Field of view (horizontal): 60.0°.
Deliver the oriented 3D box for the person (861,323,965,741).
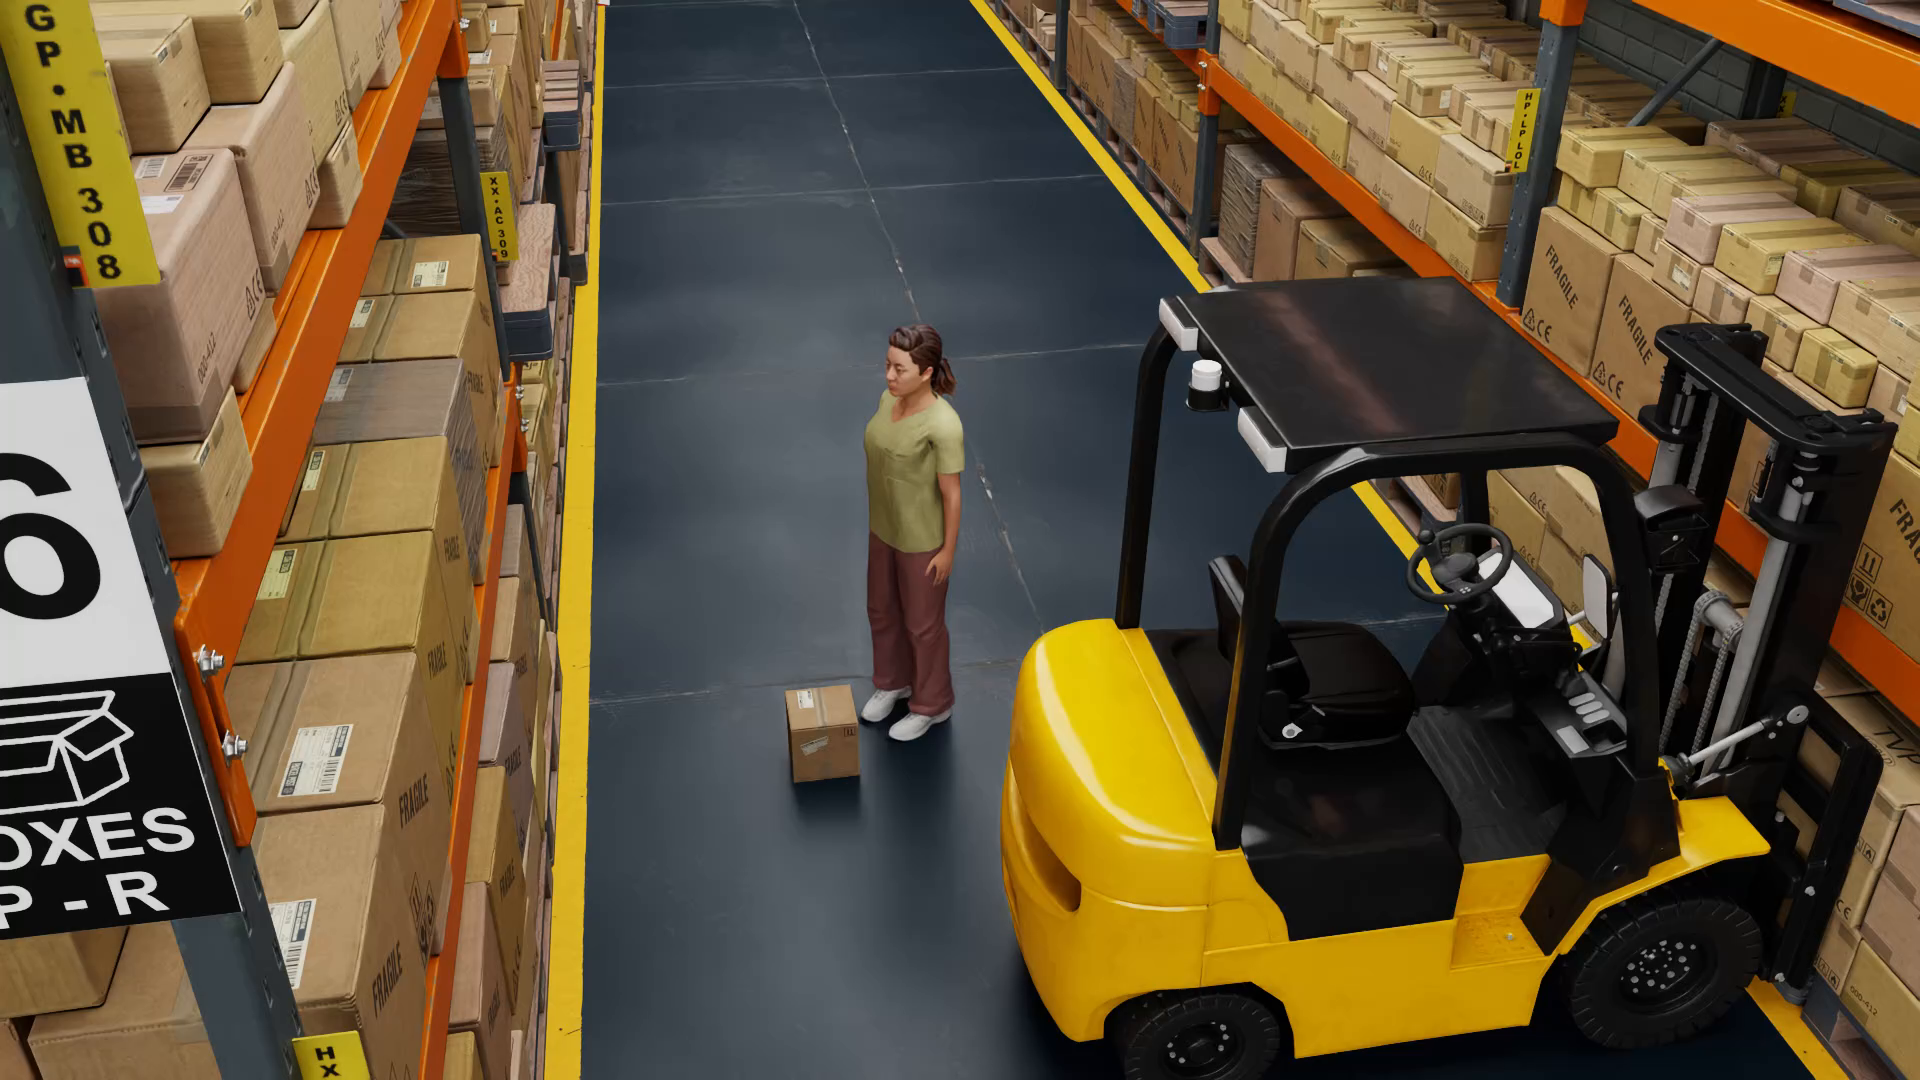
[{"bbox_3d":[-0.176,-0.015,6.166,0.373,1.674,0.447,-22,37,-32],"label":"person"}]
